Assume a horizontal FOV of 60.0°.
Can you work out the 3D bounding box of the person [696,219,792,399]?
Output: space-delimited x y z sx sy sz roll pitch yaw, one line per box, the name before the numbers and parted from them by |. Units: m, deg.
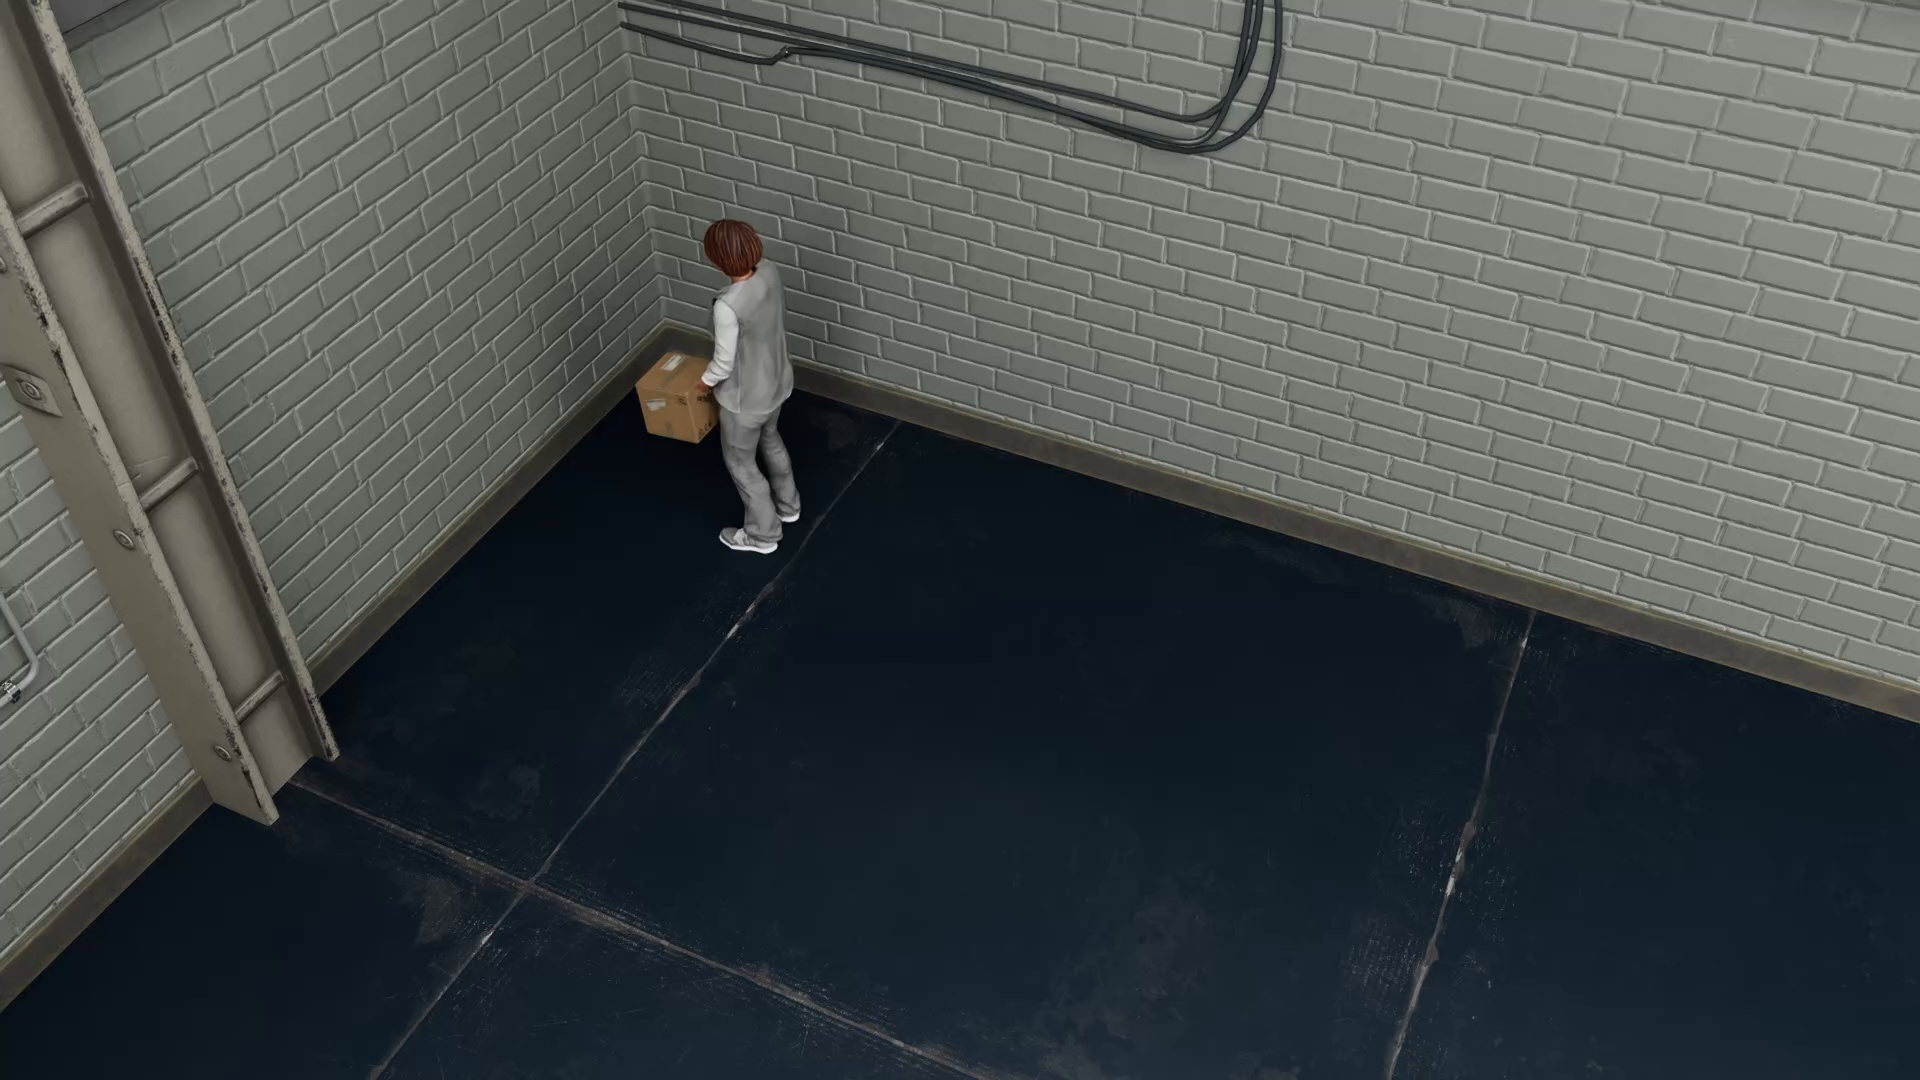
person | -0.900 -0.903 6.597 0.383 0.863 0.444 17 45 18
